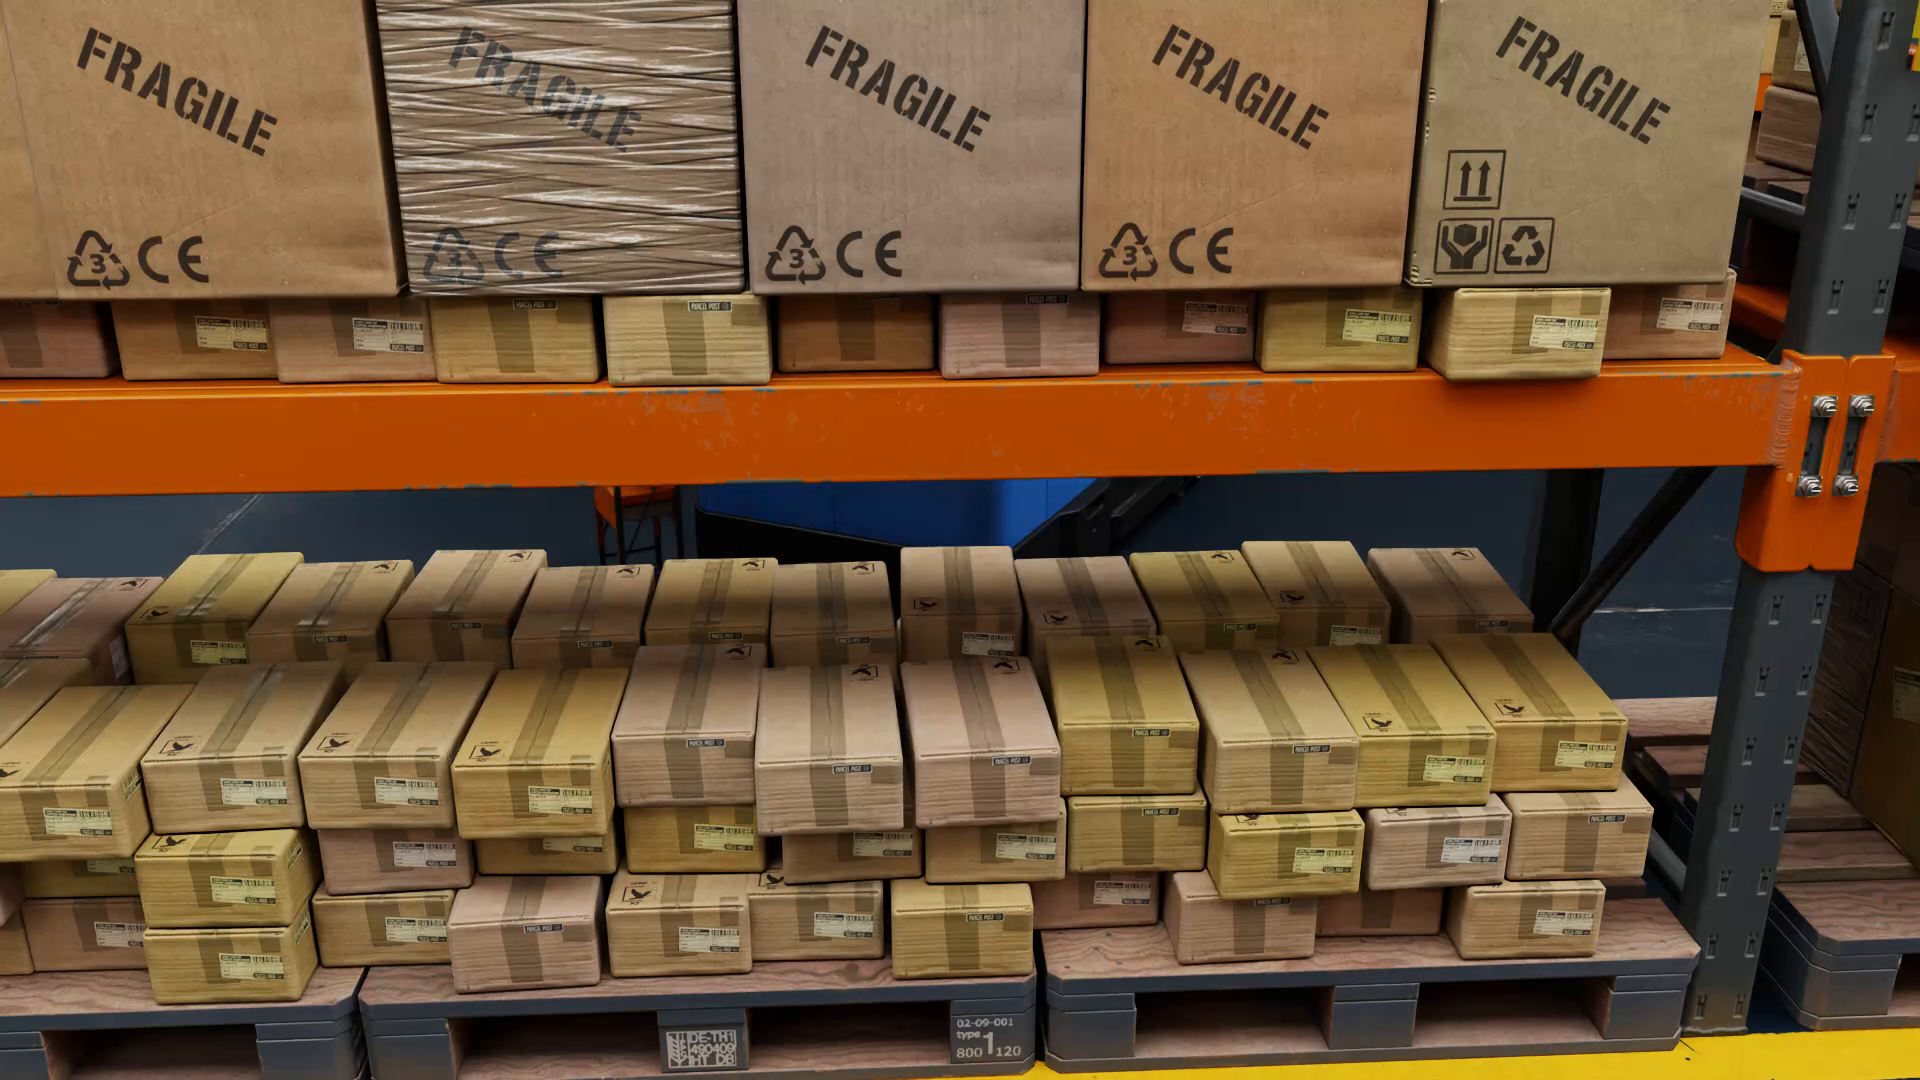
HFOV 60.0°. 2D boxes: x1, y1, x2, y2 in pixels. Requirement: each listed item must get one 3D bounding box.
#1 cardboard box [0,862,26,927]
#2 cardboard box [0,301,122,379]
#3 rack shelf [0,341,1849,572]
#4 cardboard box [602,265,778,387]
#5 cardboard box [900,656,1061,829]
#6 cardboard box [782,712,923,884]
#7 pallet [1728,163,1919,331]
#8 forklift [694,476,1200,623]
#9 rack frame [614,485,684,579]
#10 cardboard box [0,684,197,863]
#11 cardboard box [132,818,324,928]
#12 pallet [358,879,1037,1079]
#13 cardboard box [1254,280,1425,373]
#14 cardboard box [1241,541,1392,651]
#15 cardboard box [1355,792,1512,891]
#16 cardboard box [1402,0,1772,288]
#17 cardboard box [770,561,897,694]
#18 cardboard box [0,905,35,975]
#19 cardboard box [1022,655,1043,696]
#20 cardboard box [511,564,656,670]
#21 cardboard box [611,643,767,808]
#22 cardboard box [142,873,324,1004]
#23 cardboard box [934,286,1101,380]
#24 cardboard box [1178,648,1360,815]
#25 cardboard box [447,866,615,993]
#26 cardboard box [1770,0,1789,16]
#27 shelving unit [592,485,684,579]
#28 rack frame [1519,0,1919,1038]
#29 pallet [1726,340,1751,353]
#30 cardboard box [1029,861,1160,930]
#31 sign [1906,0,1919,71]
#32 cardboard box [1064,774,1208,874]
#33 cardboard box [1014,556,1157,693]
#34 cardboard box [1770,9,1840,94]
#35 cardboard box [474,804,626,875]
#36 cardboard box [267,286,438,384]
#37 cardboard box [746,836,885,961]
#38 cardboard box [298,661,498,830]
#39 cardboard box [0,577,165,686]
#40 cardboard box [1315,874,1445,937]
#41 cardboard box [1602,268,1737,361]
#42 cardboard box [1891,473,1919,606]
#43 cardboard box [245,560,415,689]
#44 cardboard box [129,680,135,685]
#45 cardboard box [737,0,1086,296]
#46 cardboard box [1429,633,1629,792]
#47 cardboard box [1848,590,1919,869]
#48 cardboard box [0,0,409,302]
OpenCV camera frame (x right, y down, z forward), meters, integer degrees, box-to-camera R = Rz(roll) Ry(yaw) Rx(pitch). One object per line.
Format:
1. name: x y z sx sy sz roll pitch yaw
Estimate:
1. cardboard box: -1.780 0.535 2.999 0.250 0.149 0.380 -1 21 -3
2. cardboard box: -1.478 -0.390 2.783 0.250 0.149 0.380 0 21 -1
3. rack shelf: -0.597 -0.262 3.104 4.000 0.370 1.077 -1 21 -3
4. cardboard box: -0.429 -0.375 2.743 0.250 0.149 0.380 -1 21 -2
5. cardboard box: 0.029 0.362 3.035 0.250 0.149 0.380 -2 21 -6
6. cardboard box: -0.211 0.480 3.143 0.250 0.149 0.380 -2 21 -6
7. pallet: 2.171 -0.513 3.022 1.213 0.211 1.003 -1 21 -3
8. forklift: 0.280 -1.581 5.655 1.130 2.935 3.031 10 23 23
9. rack frame: -0.943 -0.308 4.956 0.200 1.050 0.008 -10 23 -25
10. cardboard box: -1.524 0.403 2.927 0.250 0.149 0.380 -1 21 -3
11. cardboard box: -1.278 0.532 3.007 0.250 0.149 0.380 -1 21 -1
12. pallet: -0.490 0.717 3.442 1.213 0.211 1.003 -1 21 -3
13. cardboard box: 0.606 -0.404 2.820 0.250 0.149 0.380 0 21 -1
14. cardboard box: 0.765 0.137 3.625 0.250 0.149 0.380 0 21 0
15. cardboard box: 0.834 0.488 3.123 0.250 0.149 0.380 -2 21 -6
16. cardboard box: 0.933 -0.714 2.722 0.500 0.500 0.500 -1 21 -3
17. cardboard box: -0.270 0.185 3.501 0.250 0.149 0.380 -2 21 -5
18. cardboard box: -1.796 0.647 3.121 0.250 0.149 0.380 -1 21 -3
19. cardboard box: 0.261 0.311 3.586 0.250 0.149 0.380 -2 21 -6
20. cardboard box: -0.778 0.191 3.484 0.250 0.149 0.380 -2 21 -5
21. cardboard box: -0.493 0.338 3.098 0.250 0.149 0.380 -1 21 -3
22. cardboard box: -1.287 0.674 3.052 0.250 0.149 0.380 -1 21 -2
23. cardboard box: 0.078 -0.391 2.786 0.250 0.149 0.380 -2 21 -5
24. cardboard box: 0.558 0.346 3.077 0.250 0.149 0.380 -1 21 -4
25. cardboard box: -0.784 0.661 3.087 0.250 0.149 0.380 -2 21 -6
26. cardboard box: 3.519 -2.510 7.507 0.500 0.250 0.500 -2 21 -4
27. shelving unit: -0.999 -0.347 5.057 0.215 1.050 0.252 -10 23 -25
28. rack frame: 1.399 -0.639 3.082 0.127 3.000 1.000 -1 21 -3
29. pallet: 4.218 -1.184 8.433 1.213 0.211 1.003 -1 21 -3
30. cardboard box: 0.233 0.593 3.265 0.250 0.149 0.380 -2 21 -4
31. sign: 1.438 -0.850 2.422 0.005 0.325 0.100 -1 21 -3
32. cardboard box: 0.311 0.470 3.170 0.250 0.149 0.380 -1 21 -3
33. cardboard box: 0.256 0.173 3.530 0.250 0.149 0.380 -2 21 -4
34. cardboard box: 1.785 -0.935 3.205 0.250 0.149 0.380 -1 21 -1
35. cardboard box: -0.750 0.472 3.163 0.250 0.149 0.380 0 21 0
36. cardboard box: -0.958 -0.382 2.762 0.250 0.149 0.380 -2 21 -4
37. cardboard box: -0.270 0.629 3.170 0.250 0.149 0.380 -1 21 -2
38. cardboard box: -1.004 0.366 3.024 0.250 0.149 0.380 0 21 -1
39. cardboard box: -1.826 0.215 3.420 0.250 0.149 0.380 -1 21 -2
40. cardboard box: 0.763 0.602 3.240 0.250 0.149 0.380 -1 21 -2
41. cardboard box: 1.127 -0.432 2.893 0.250 0.149 0.380 -1 21 -4
42. cardboard box: 2.152 0.062 3.112 0.500 0.250 0.500 -2 21 -5
43. cardboard box: -1.313 0.182 3.507 0.250 0.149 0.380 -2 21 -5
44. cardboard box: -1.820 0.342 3.507 0.250 0.149 0.380 -2 21 -4
45. cardboard box: -0.083 -0.694 2.670 0.500 0.500 0.500 -1 21 -3
46. cardboard box: 1.059 0.319 3.147 0.250 0.149 0.380 -1 21 -2
47. cardboard box: 2.152 0.413 3.244 0.500 0.500 0.500 0 21 -1
48. cardboard box: -1.108 -0.679 2.631 0.500 0.500 0.500 -1 21 -2
